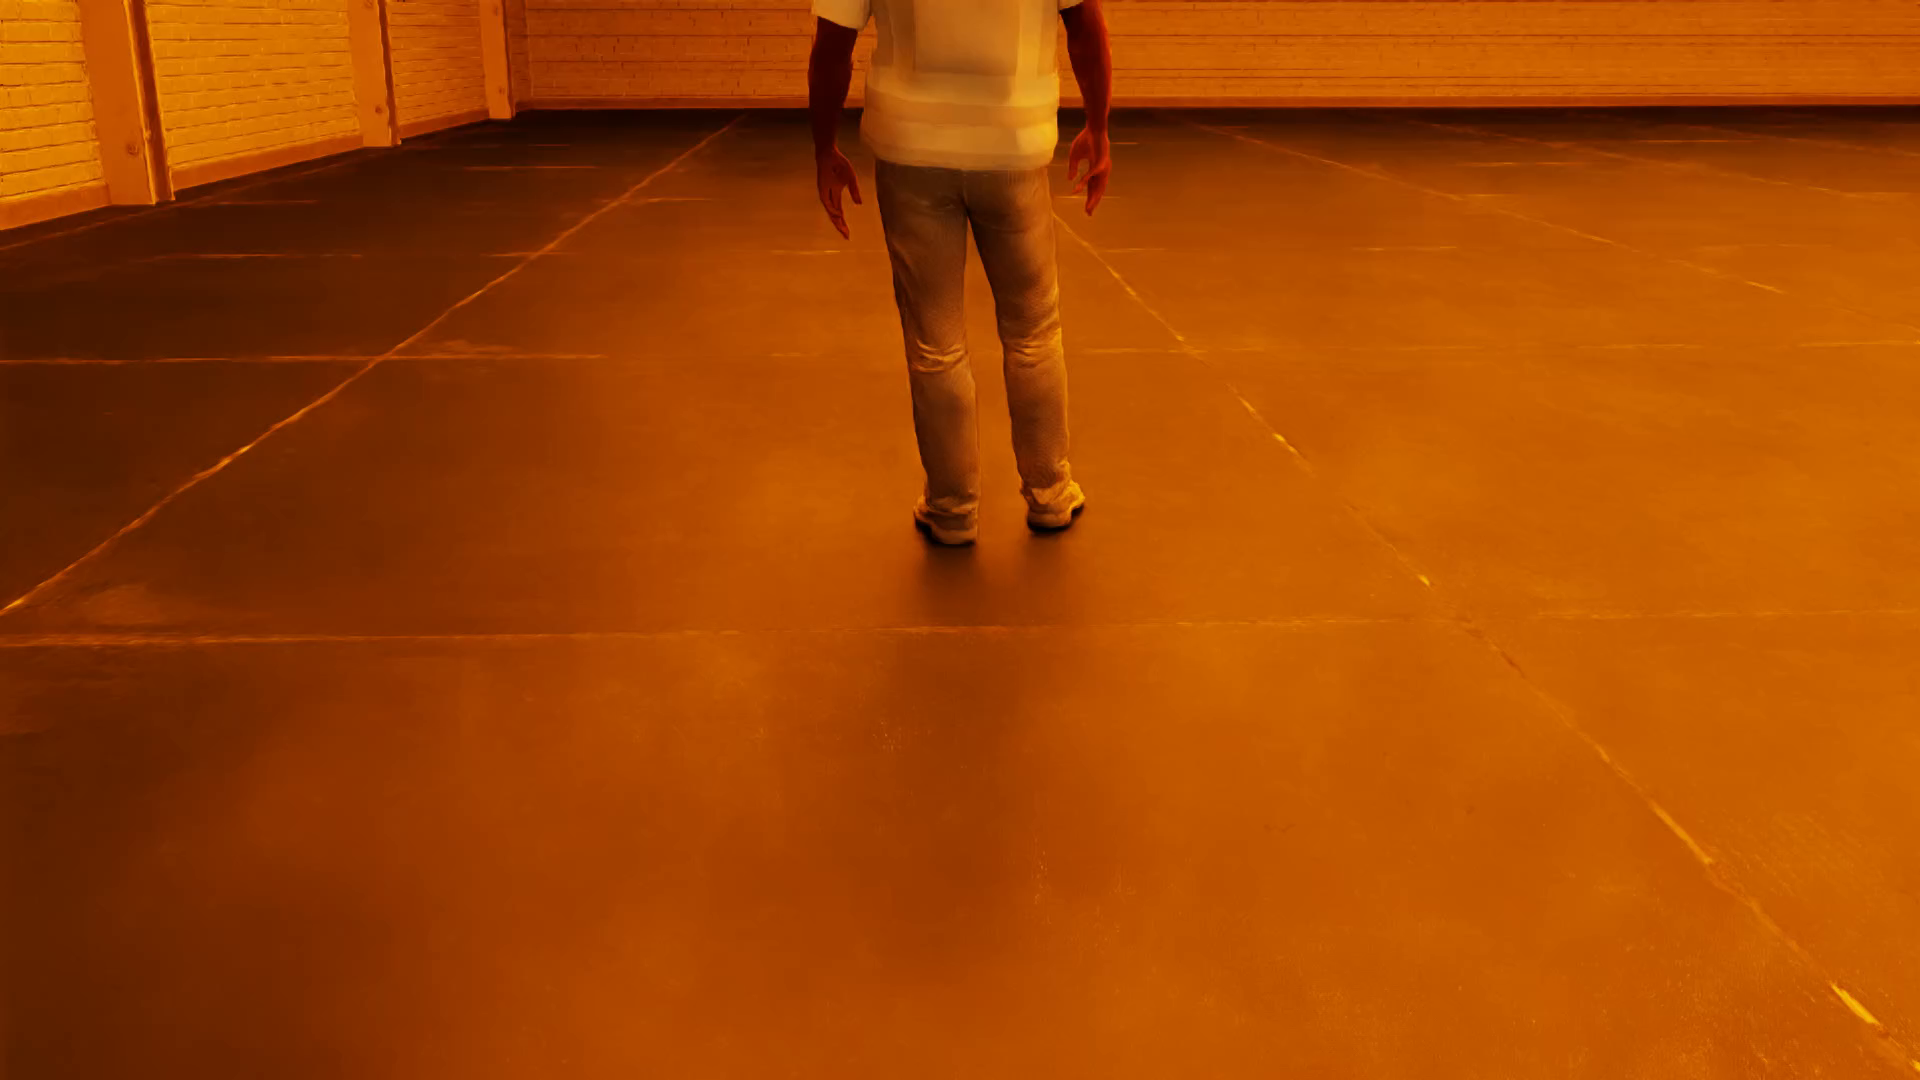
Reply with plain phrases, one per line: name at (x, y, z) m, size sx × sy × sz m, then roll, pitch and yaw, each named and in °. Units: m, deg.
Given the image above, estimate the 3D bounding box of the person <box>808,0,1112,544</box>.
person at (0.002, -0.872, 3.724) m, size 0.665 × 1.766 × 0.576 m, roll -1°, pitch 17°, yaw -3°
